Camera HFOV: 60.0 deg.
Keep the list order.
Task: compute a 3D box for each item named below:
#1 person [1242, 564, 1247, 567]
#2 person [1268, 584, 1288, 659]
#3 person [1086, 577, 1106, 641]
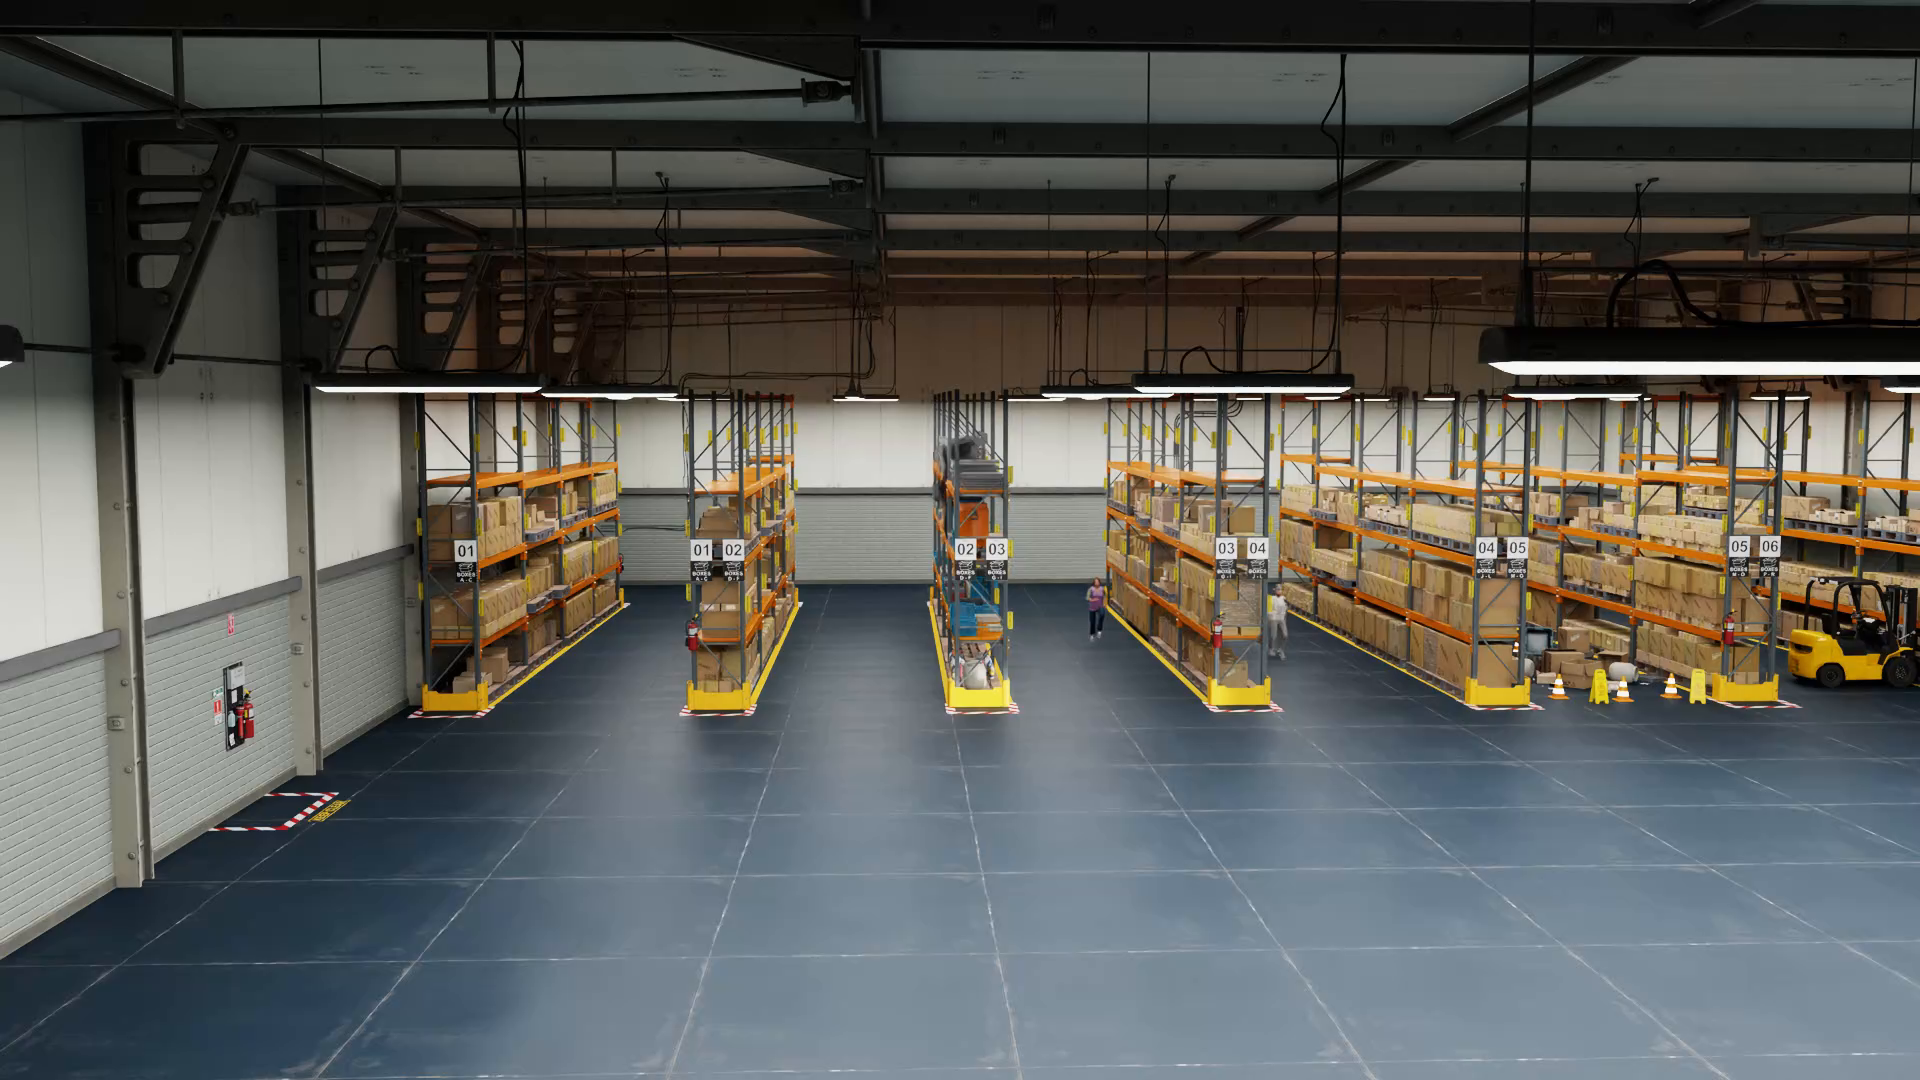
[{"bbox_3d":[7.951,0.953,48.159,0.785,1.706,0.634,2,5,28],"label":"person"},{"bbox_3d":[7.159,1.841,37.469,0.622,1.733,0.700,-1,5,-15],"label":"person"},{"bbox_3d":[3.235,1.652,39.494,0.527,1.565,0.854,0,5,-3],"label":"person"}]
